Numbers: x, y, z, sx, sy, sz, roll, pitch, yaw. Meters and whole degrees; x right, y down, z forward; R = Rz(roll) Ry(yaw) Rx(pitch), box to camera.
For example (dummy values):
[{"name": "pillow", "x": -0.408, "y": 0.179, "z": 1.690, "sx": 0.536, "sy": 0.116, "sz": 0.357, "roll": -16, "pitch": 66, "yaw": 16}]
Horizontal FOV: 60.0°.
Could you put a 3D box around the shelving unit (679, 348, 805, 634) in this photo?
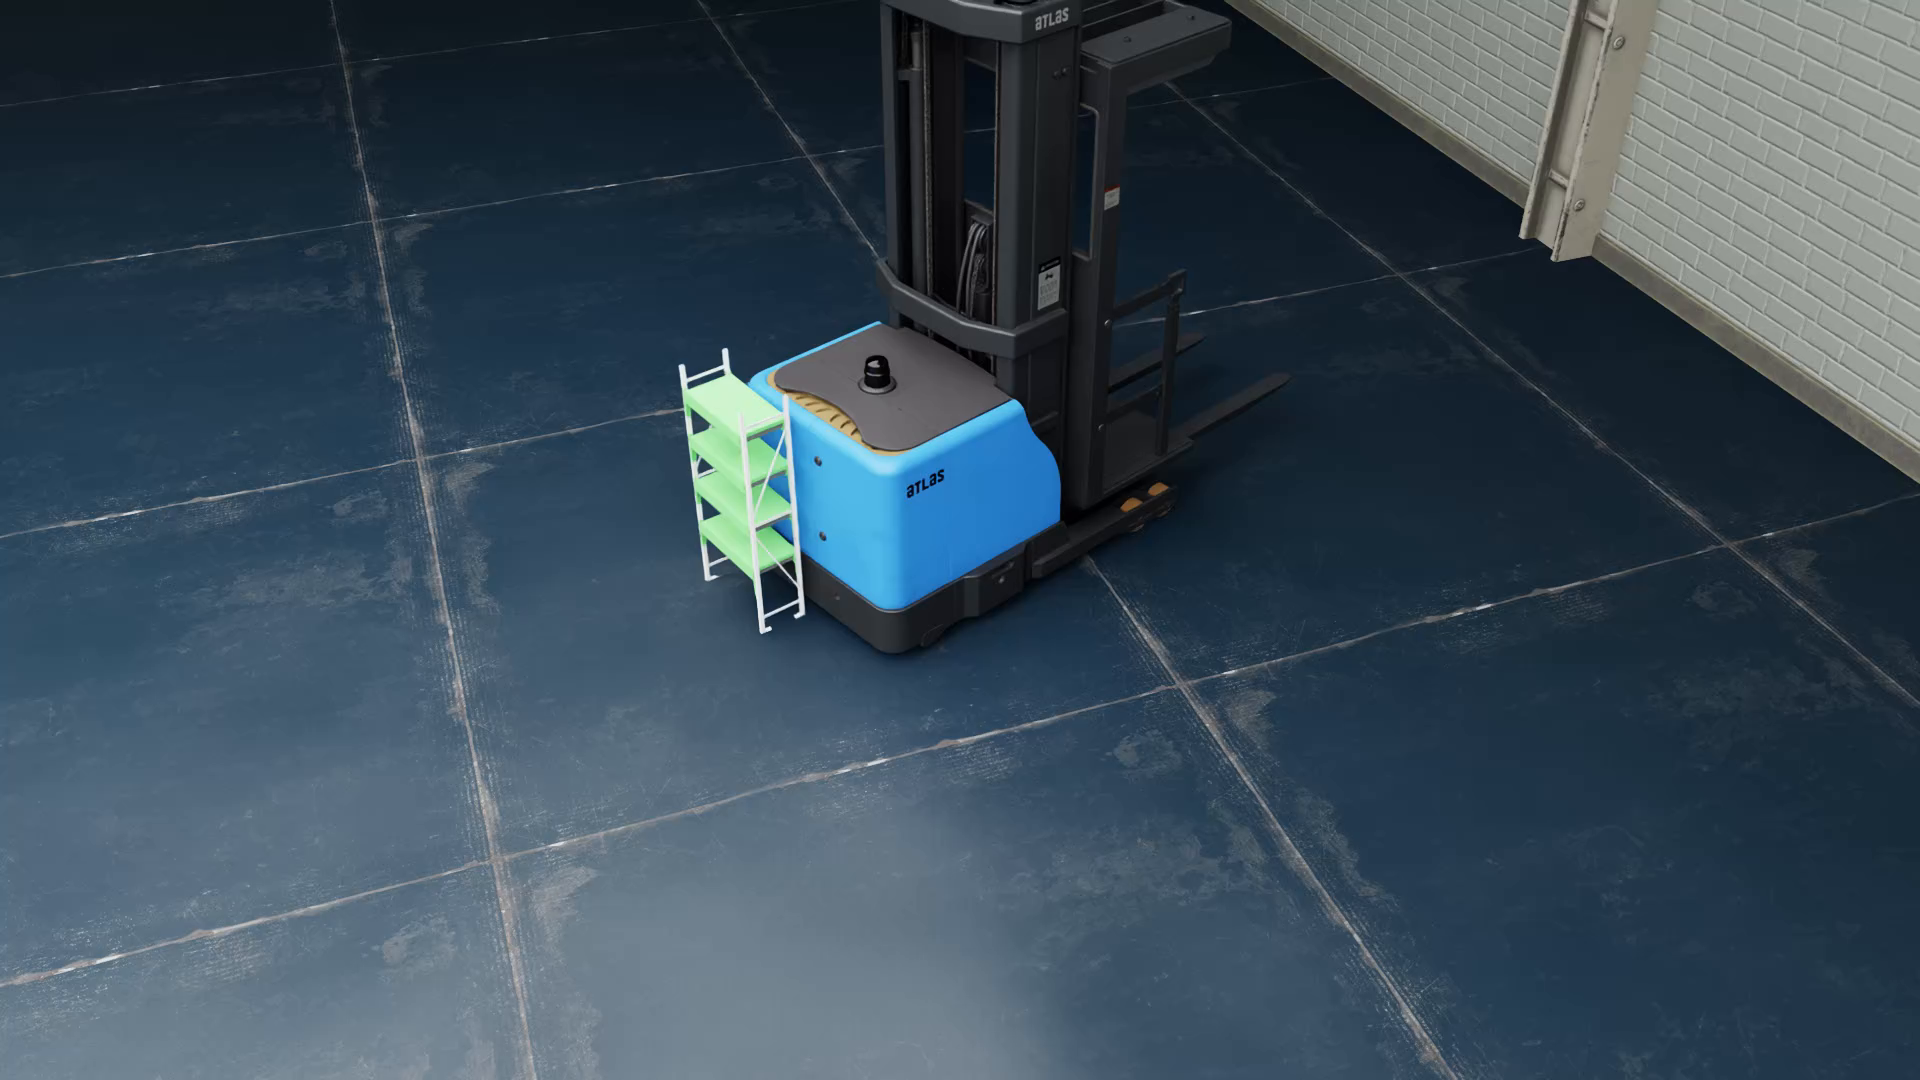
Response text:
[{"name": "shelving unit", "x": -0.977, "y": -0.210, "z": 7.530, "sx": 0.258, "sy": 1.200, "sz": 0.503, "roll": -25, "pitch": 44, "yaw": -29}]

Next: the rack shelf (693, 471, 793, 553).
[{"name": "rack shelf", "x": -0.977, "y": -0.159, "z": 7.568, "sx": 0.258, "sy": 0.148, "sz": 0.480, "roll": -25, "pitch": 44, "yaw": -29}]

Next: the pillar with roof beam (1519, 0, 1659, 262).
[{"name": "pillar with roof beam", "x": -0.171, "y": -4.618, "z": 6.902, "sx": 9.100, "sy": 9.000, "sz": 0.400, "roll": -12, "pitch": 39, "yaw": -16}]

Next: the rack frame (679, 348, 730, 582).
[{"name": "rack frame", "x": -1.127, "y": -0.326, "z": 7.684, "sx": 0.240, "sy": 1.200, "sz": 0.015, "roll": -25, "pitch": 44, "yaw": -29}]

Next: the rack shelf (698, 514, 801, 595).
[{"name": "rack shelf", "x": -0.976, "y": 0.032, "z": 7.713, "sx": 0.258, "sy": 0.148, "sz": 0.480, "roll": -25, "pitch": 44, "yaw": -29}]

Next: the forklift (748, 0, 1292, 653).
[{"name": "forklift", "x": 0.464, "y": -1.423, "z": 7.704, "sx": 3.031, "sy": 2.935, "sz": 1.130, "roll": -29, "pitch": 45, "yaw": -32}]

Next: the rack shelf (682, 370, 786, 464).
[{"name": "rack shelf", "x": -0.979, "y": -0.541, "z": 7.278, "sx": 0.258, "sy": 0.148, "sz": 0.480, "roll": -25, "pitch": 44, "yaw": -29}]

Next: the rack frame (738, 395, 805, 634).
[{"name": "rack frame", "x": -0.828, "y": -0.094, "z": 7.376, "sx": 0.240, "sy": 1.200, "sz": 0.015, "roll": -25, "pitch": 44, "yaw": -29}]

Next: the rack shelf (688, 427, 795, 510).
[{"name": "rack shelf", "x": -0.978, "y": -0.350, "z": 7.423, "sx": 0.258, "sy": 0.148, "sz": 0.480, "roll": -25, "pitch": 44, "yaw": -29}]
